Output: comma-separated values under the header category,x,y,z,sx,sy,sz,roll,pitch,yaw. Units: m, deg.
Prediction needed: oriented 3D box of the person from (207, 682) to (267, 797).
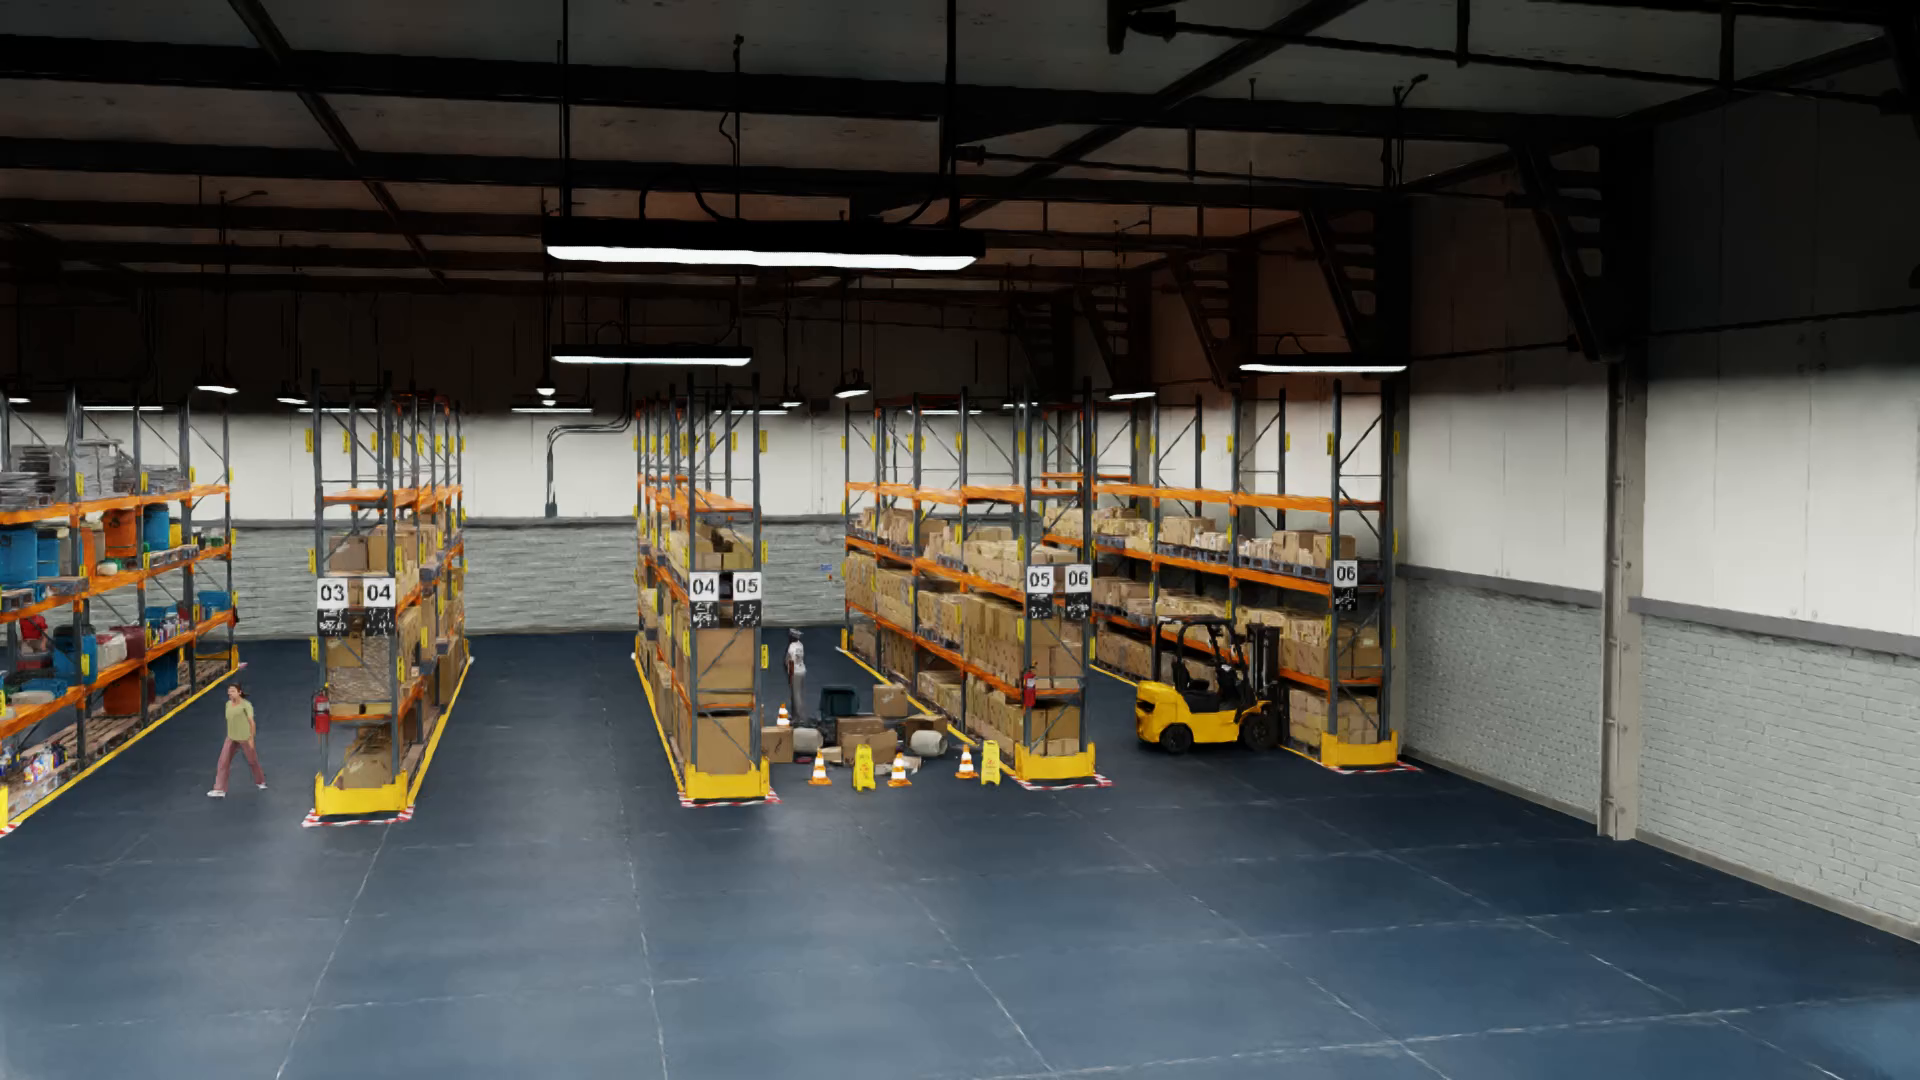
category,x,y,z,sx,sy,sz,roll,pitch,yaw
person,-10.289,2.821,23.720,0.484,1.621,0.948,1,3,10

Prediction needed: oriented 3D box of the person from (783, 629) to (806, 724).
category,x,y,z,sx,sy,sz,roll,pitch,yaw
person,-2.993,2.432,29.850,0.467,1.677,0.497,1,3,17

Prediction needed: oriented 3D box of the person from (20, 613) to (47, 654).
category,x,y,z,sx,sy,sz,roll,pitch,yaw
person,-19.357,2.156,34.748,0.556,1.669,1.040,-1,3,-14
